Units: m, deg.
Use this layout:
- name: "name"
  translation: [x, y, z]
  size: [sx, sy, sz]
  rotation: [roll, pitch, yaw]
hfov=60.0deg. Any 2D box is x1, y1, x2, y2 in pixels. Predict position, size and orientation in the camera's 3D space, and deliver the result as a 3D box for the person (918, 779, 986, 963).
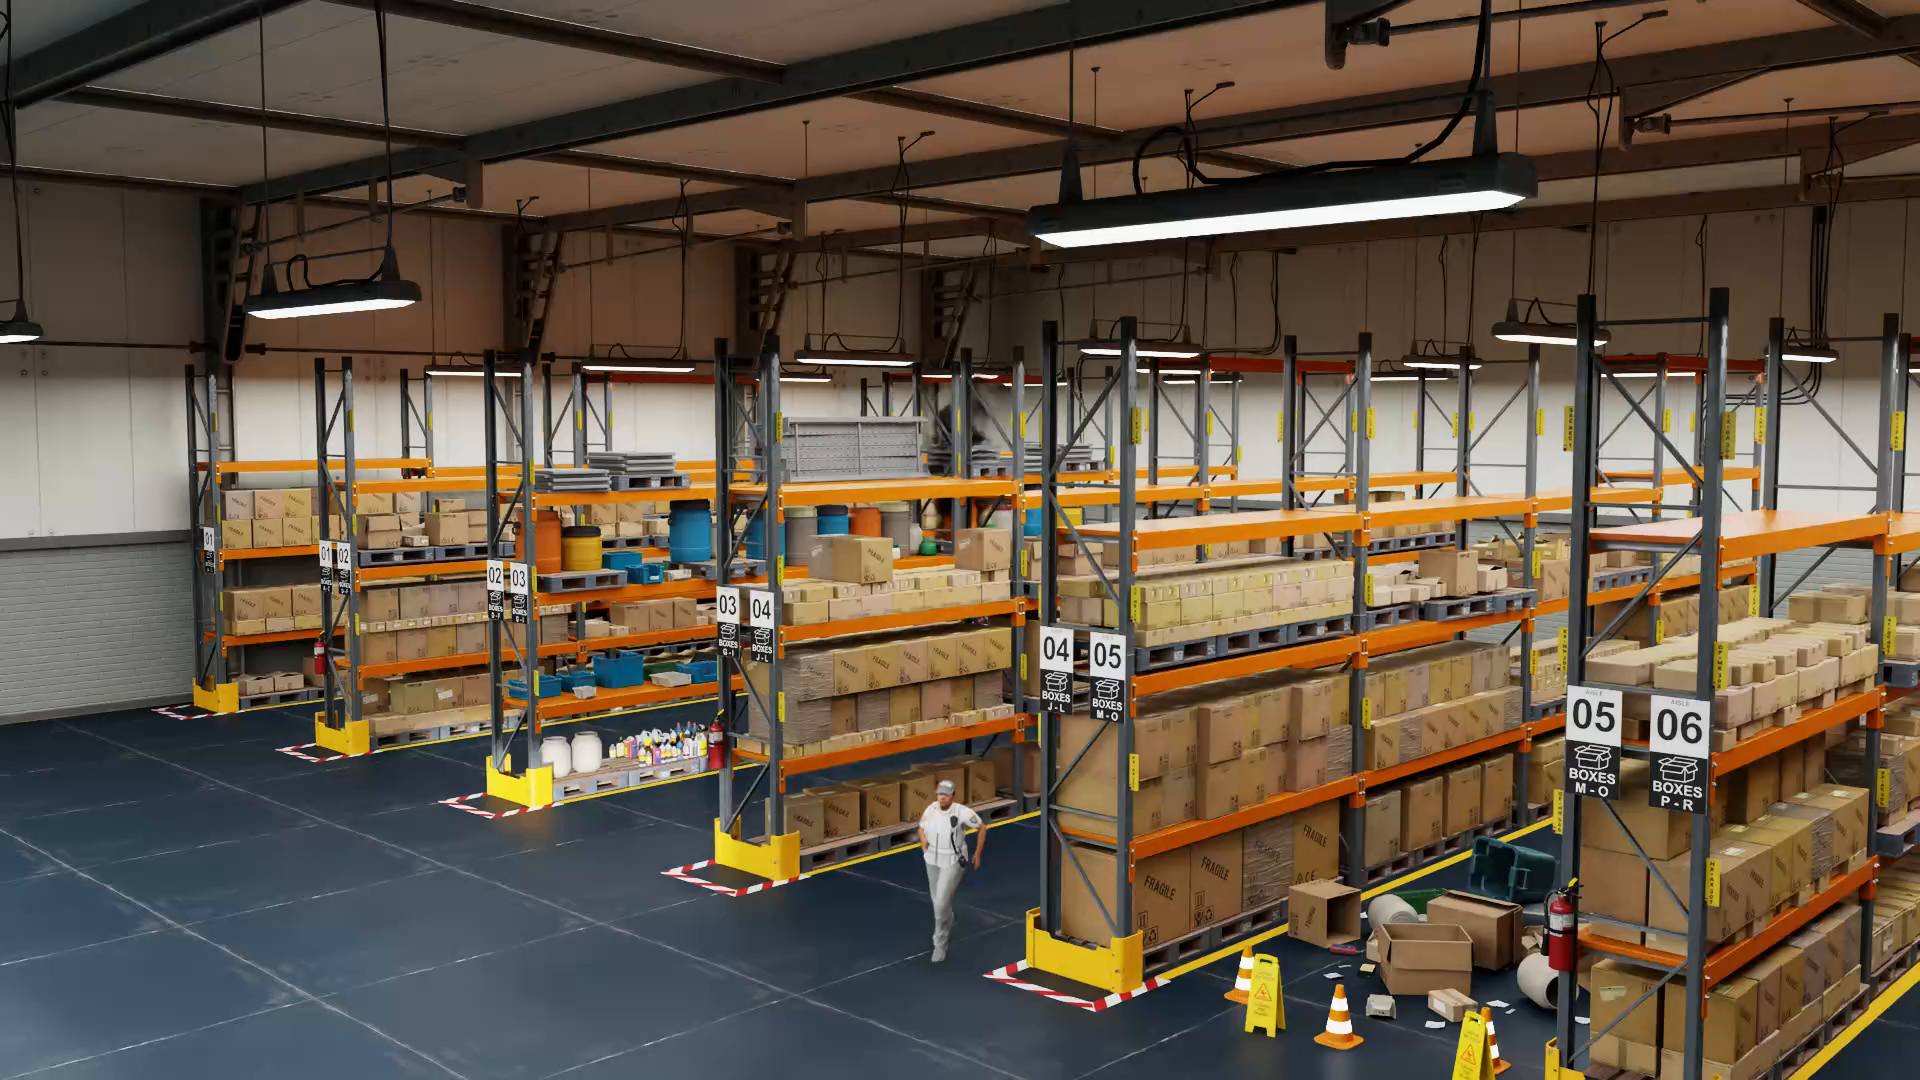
- name: "person"
  translation: [-0.111, 3.132, 15.934]
  size: [0.637, 1.719, 0.733]
  rotation: [3, 5, 30]
